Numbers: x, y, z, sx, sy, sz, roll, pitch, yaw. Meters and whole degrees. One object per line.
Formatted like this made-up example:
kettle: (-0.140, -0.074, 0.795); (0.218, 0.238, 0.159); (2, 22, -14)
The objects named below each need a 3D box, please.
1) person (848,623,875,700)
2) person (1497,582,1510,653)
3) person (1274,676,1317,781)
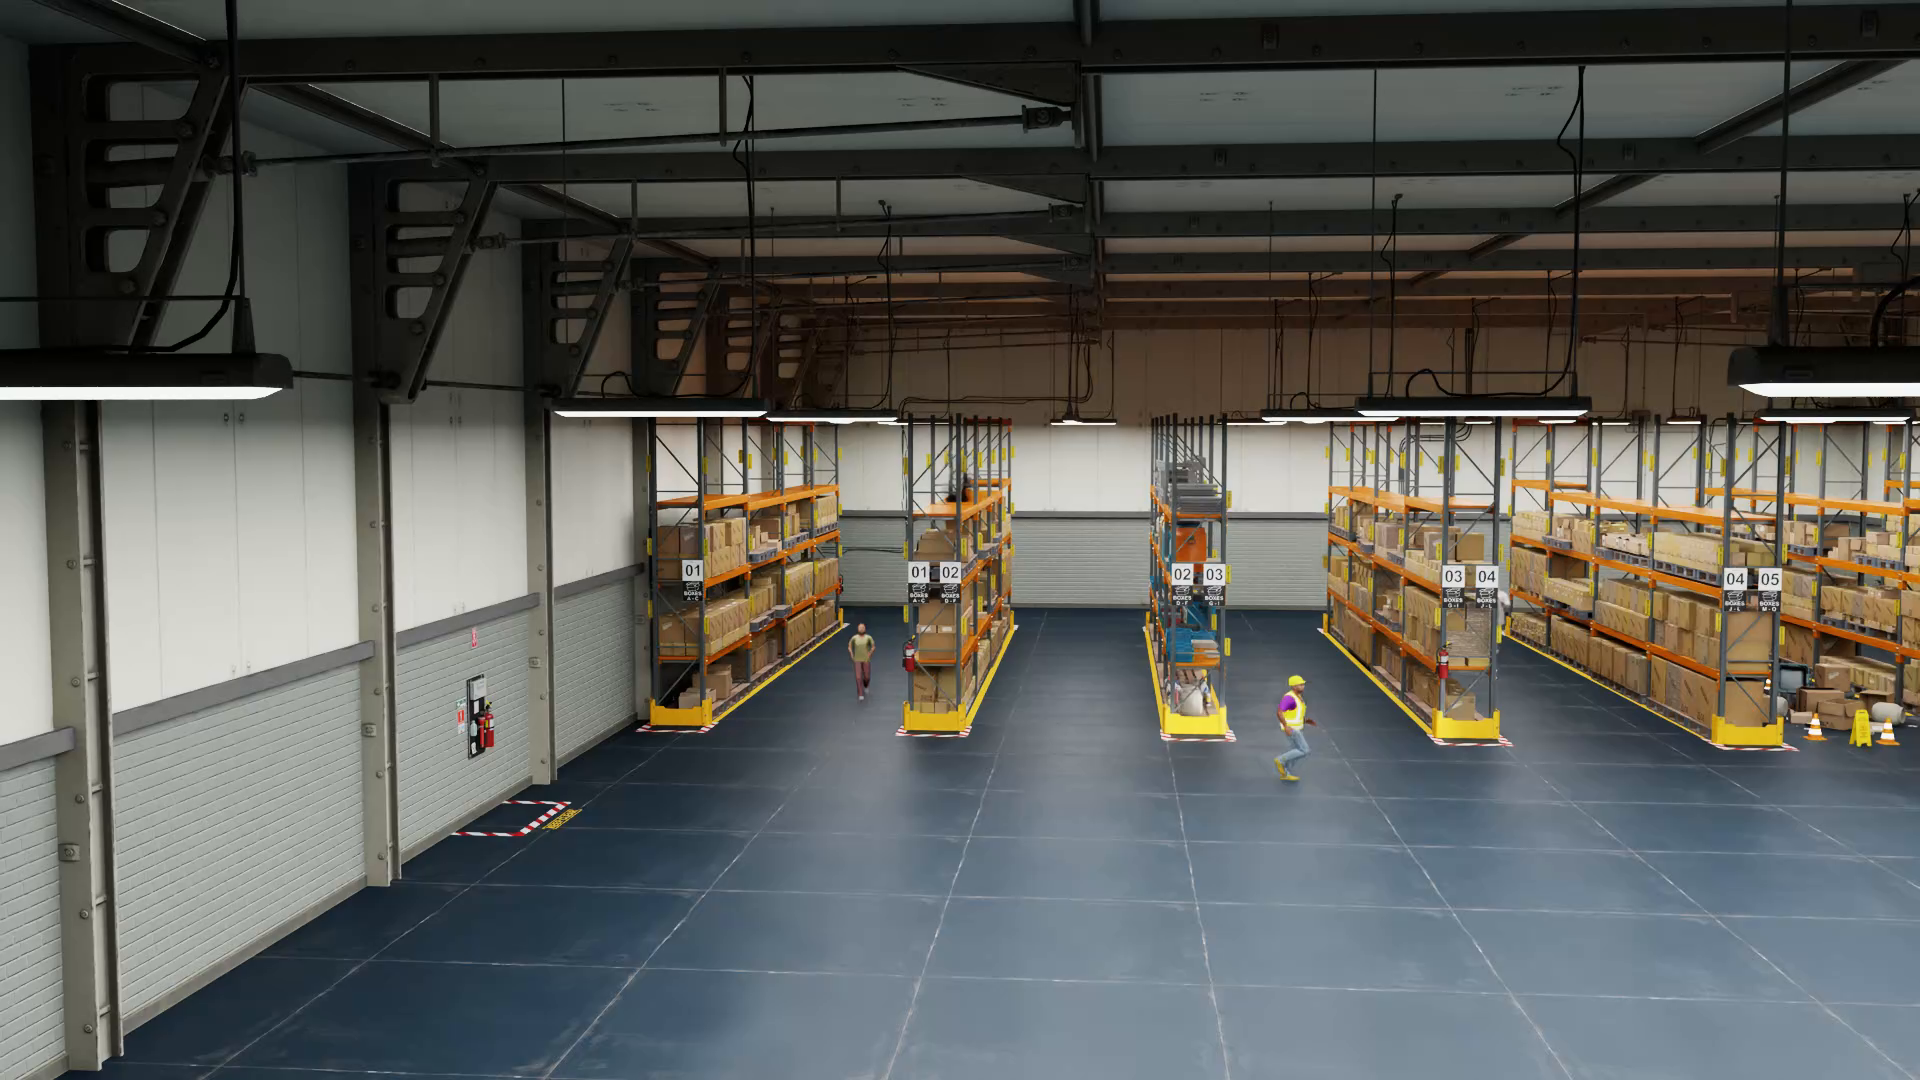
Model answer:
person: (-2.082, 2.547, 35.107); (0.580, 1.620, 0.625); (0, 4, -2)
person: (13.709, 1.987, 42.569); (0.697, 1.690, 1.049); (0, 4, 4)
person: (5.433, 3.052, 26.932); (0.621, 1.710, 0.690); (2, 4, 26)
